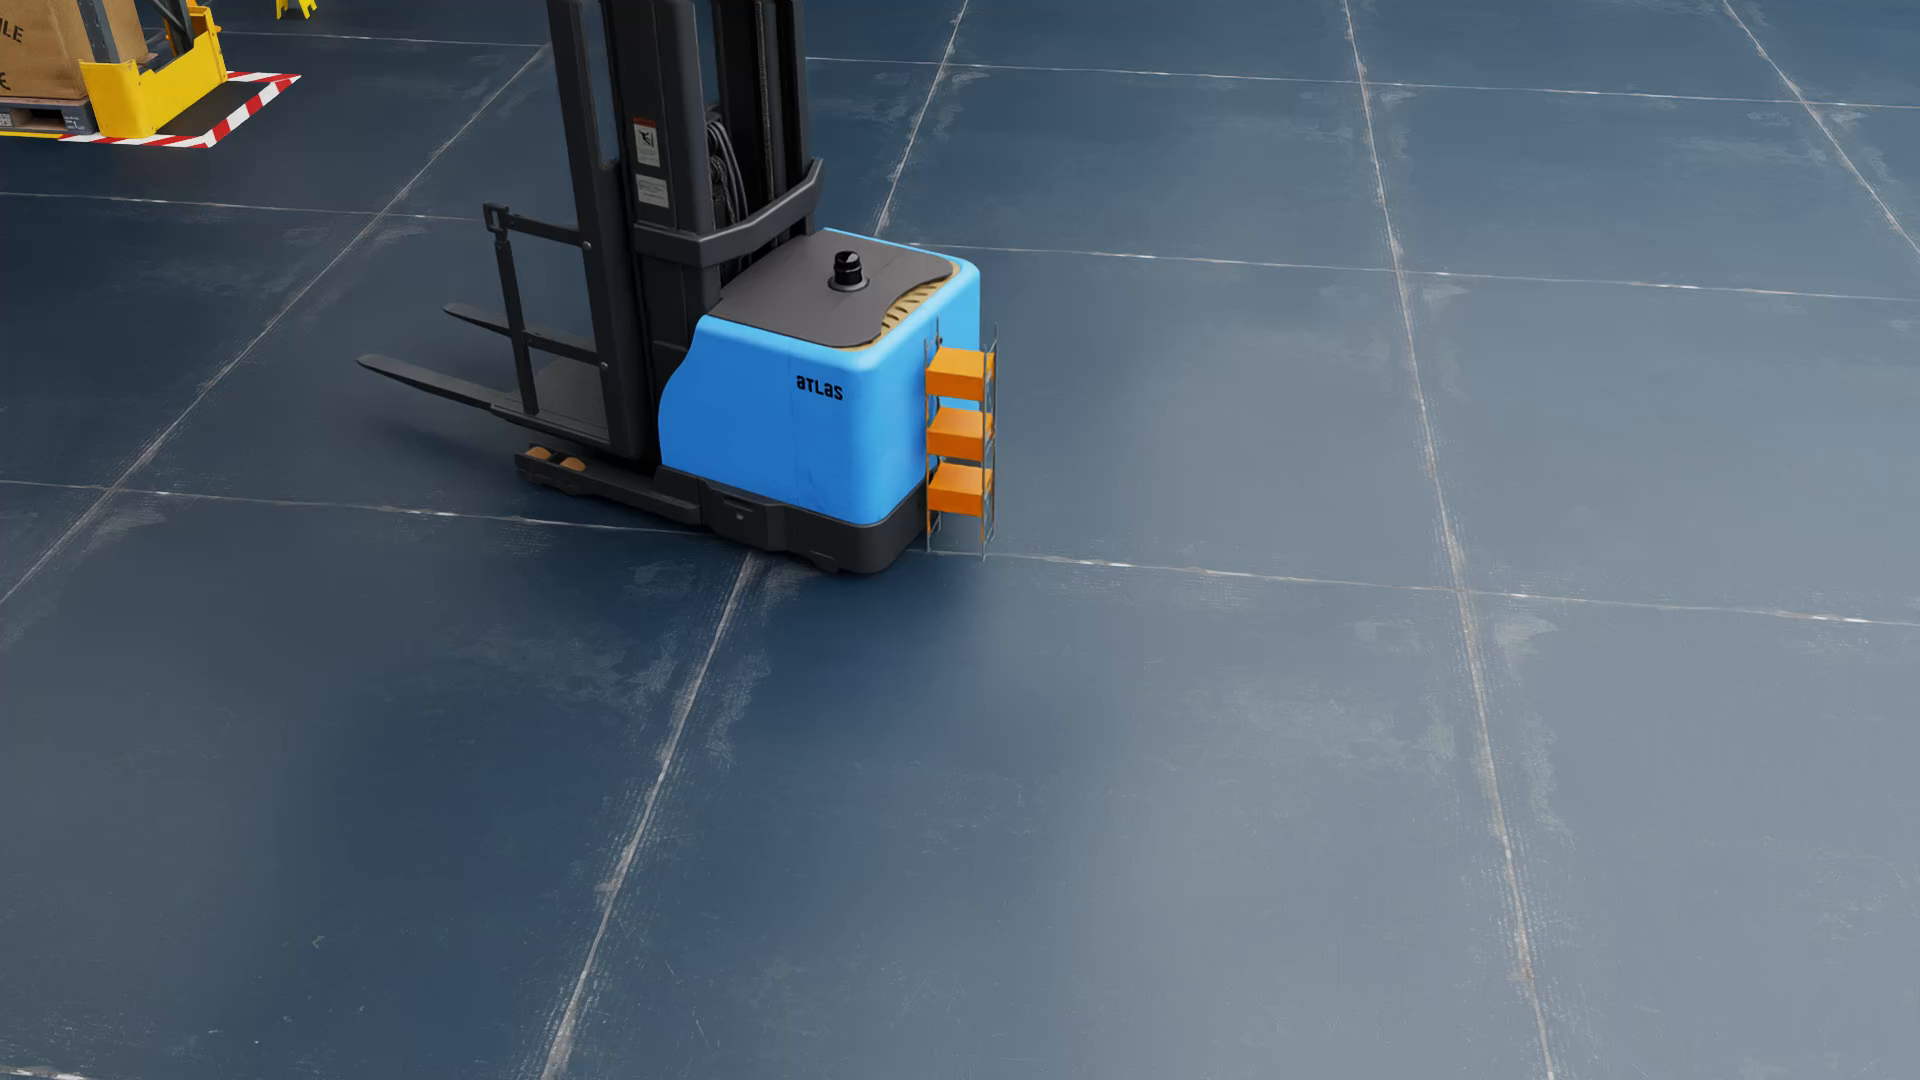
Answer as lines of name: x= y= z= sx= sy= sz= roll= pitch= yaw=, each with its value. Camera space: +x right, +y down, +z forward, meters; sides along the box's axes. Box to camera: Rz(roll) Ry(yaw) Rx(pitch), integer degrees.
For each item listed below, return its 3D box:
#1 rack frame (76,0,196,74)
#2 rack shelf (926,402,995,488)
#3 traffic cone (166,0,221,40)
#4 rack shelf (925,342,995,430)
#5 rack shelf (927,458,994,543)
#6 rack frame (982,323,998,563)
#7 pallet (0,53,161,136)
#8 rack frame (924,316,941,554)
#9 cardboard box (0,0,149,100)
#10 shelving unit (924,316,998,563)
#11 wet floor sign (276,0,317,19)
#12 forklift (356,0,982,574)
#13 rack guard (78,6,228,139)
rack frame: x=-5.476 y=-4.208 z=10.564 sx=0.127 sy=3.000 sz=1.000 roll=4 pitch=36 yaw=6
rack shelf: x=0.004 y=-0.395 z=6.918 sx=0.240 sy=0.259 sz=0.215 roll=9 pitch=36 yaw=12
traffic cone: x=-5.822 y=-4.033 z=12.503 sx=0.334 sy=0.463 sz=0.336 roll=4 pitch=36 yaw=6
rack shelf: x=0.004 y=-0.626 z=6.753 sx=0.240 sy=0.259 sz=0.215 roll=9 pitch=36 yaw=12
rack shelf: x=0.004 y=-0.169 z=7.079 sx=0.240 sy=0.259 sz=0.215 roll=9 pitch=36 yaw=12
rack frame: x=0.122 y=-0.386 z=6.886 sx=0.008 sy=1.050 sz=0.200 roll=9 pitch=36 yaw=12
pallet: x=-6.279 y=-3.087 z=11.394 sx=1.213 sy=0.211 sz=1.003 roll=4 pitch=36 yaw=6
rack frame: x=-0.114 y=-0.422 z=6.937 sx=0.008 sy=1.050 sz=0.200 roll=9 pitch=36 yaw=12
cardboard box: x=-6.157 y=-3.527 z=11.077 sx=0.875 sy=0.875 sz=0.875 roll=4 pitch=36 yaw=6
shelving unit: x=0.004 y=-0.404 z=6.912 sx=0.252 sy=1.050 sz=0.215 roll=9 pitch=36 yaw=12
wet floor sign: x=-5.195 y=-4.389 z=12.844 sx=0.232 sy=0.644 sz=0.267 roll=-2 pitch=36 yaw=-2
forklift: x=-1.447 y=-1.650 z=7.039 sx=3.031 sy=2.935 sz=1.130 roll=17 pitch=39 yaw=22
rack guard: x=-5.452 y=-3.189 z=11.288 sx=0.348 sy=0.500 sz=1.175 roll=4 pitch=36 yaw=6
